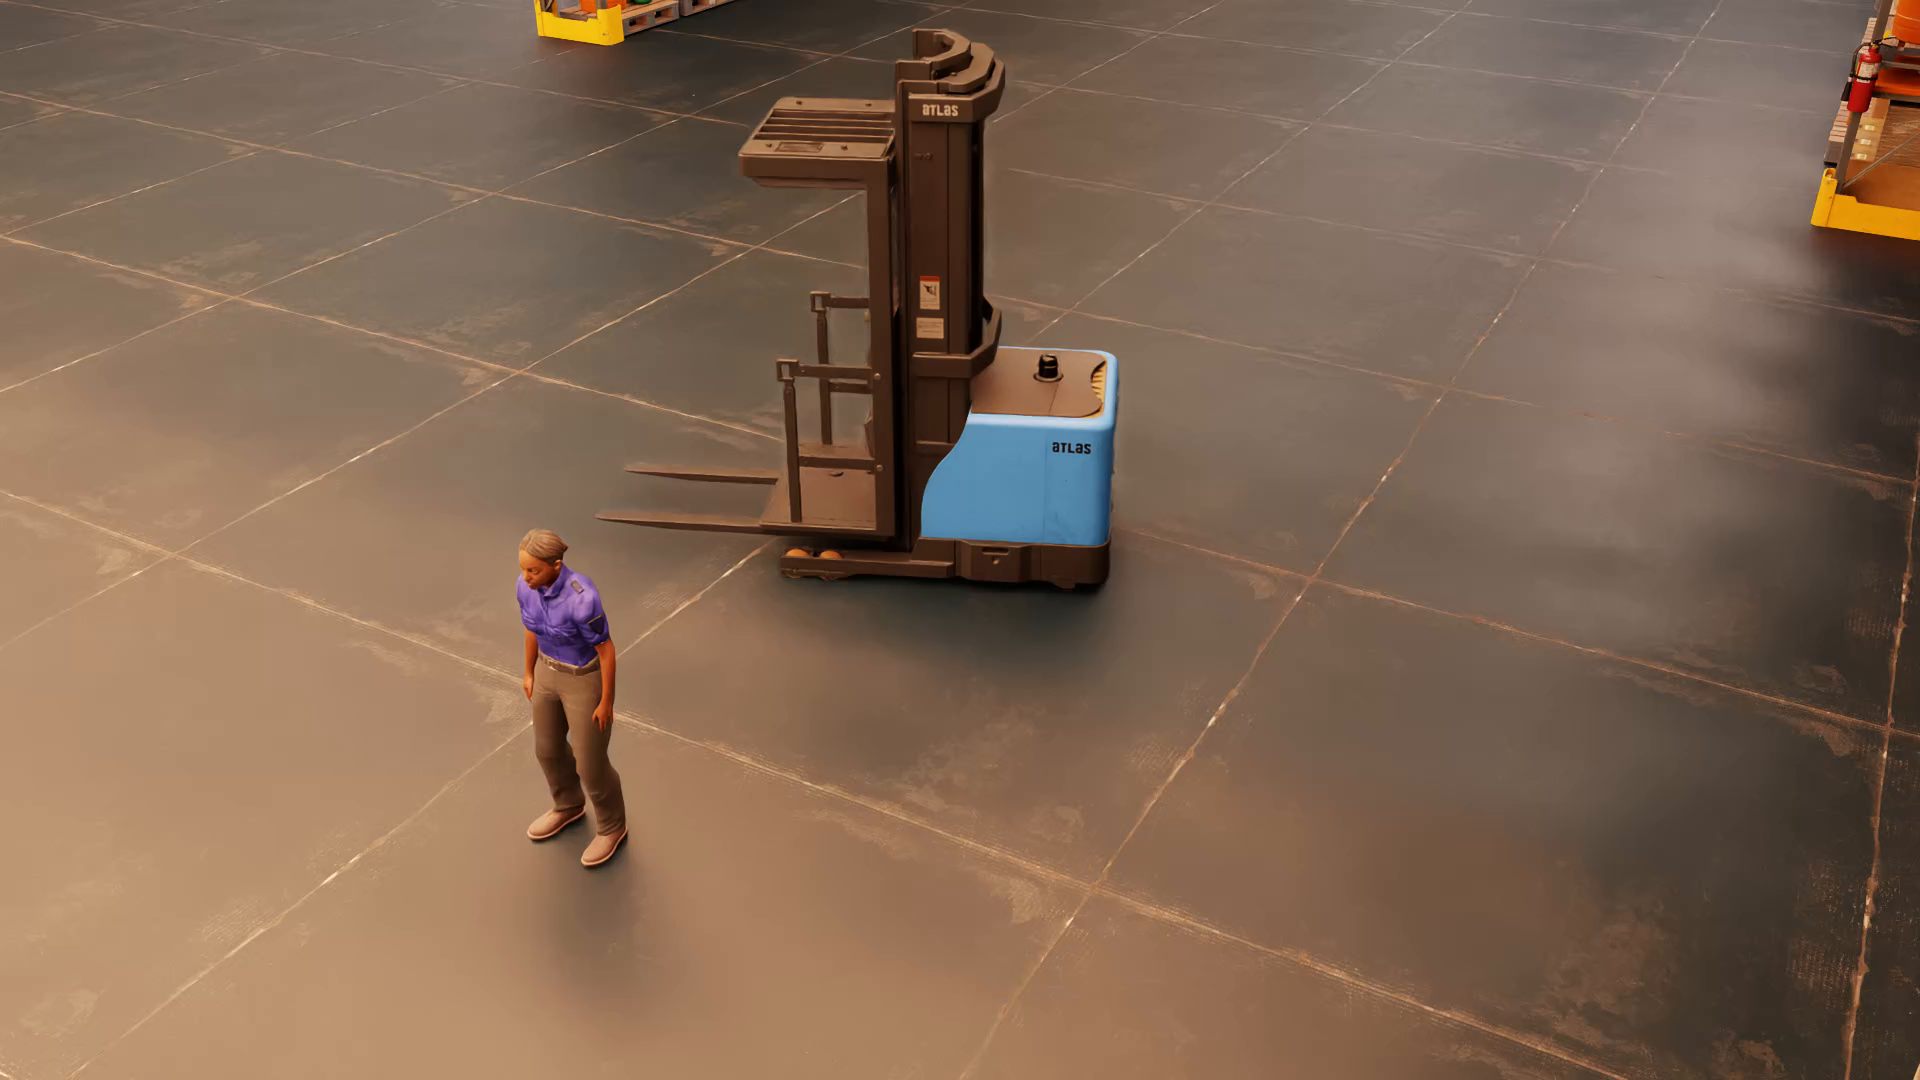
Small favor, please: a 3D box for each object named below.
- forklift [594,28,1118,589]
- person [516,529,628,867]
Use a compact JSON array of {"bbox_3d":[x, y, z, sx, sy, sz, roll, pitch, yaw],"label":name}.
[{"bbox_3d":[-0.614,-1.296,9.315,3.031,2.935,1.130,3,30,5],"label":"forklift"},{"bbox_3d":[-1.708,0.644,7.237,0.505,1.655,0.350,17,34,27],"label":"person"}]
